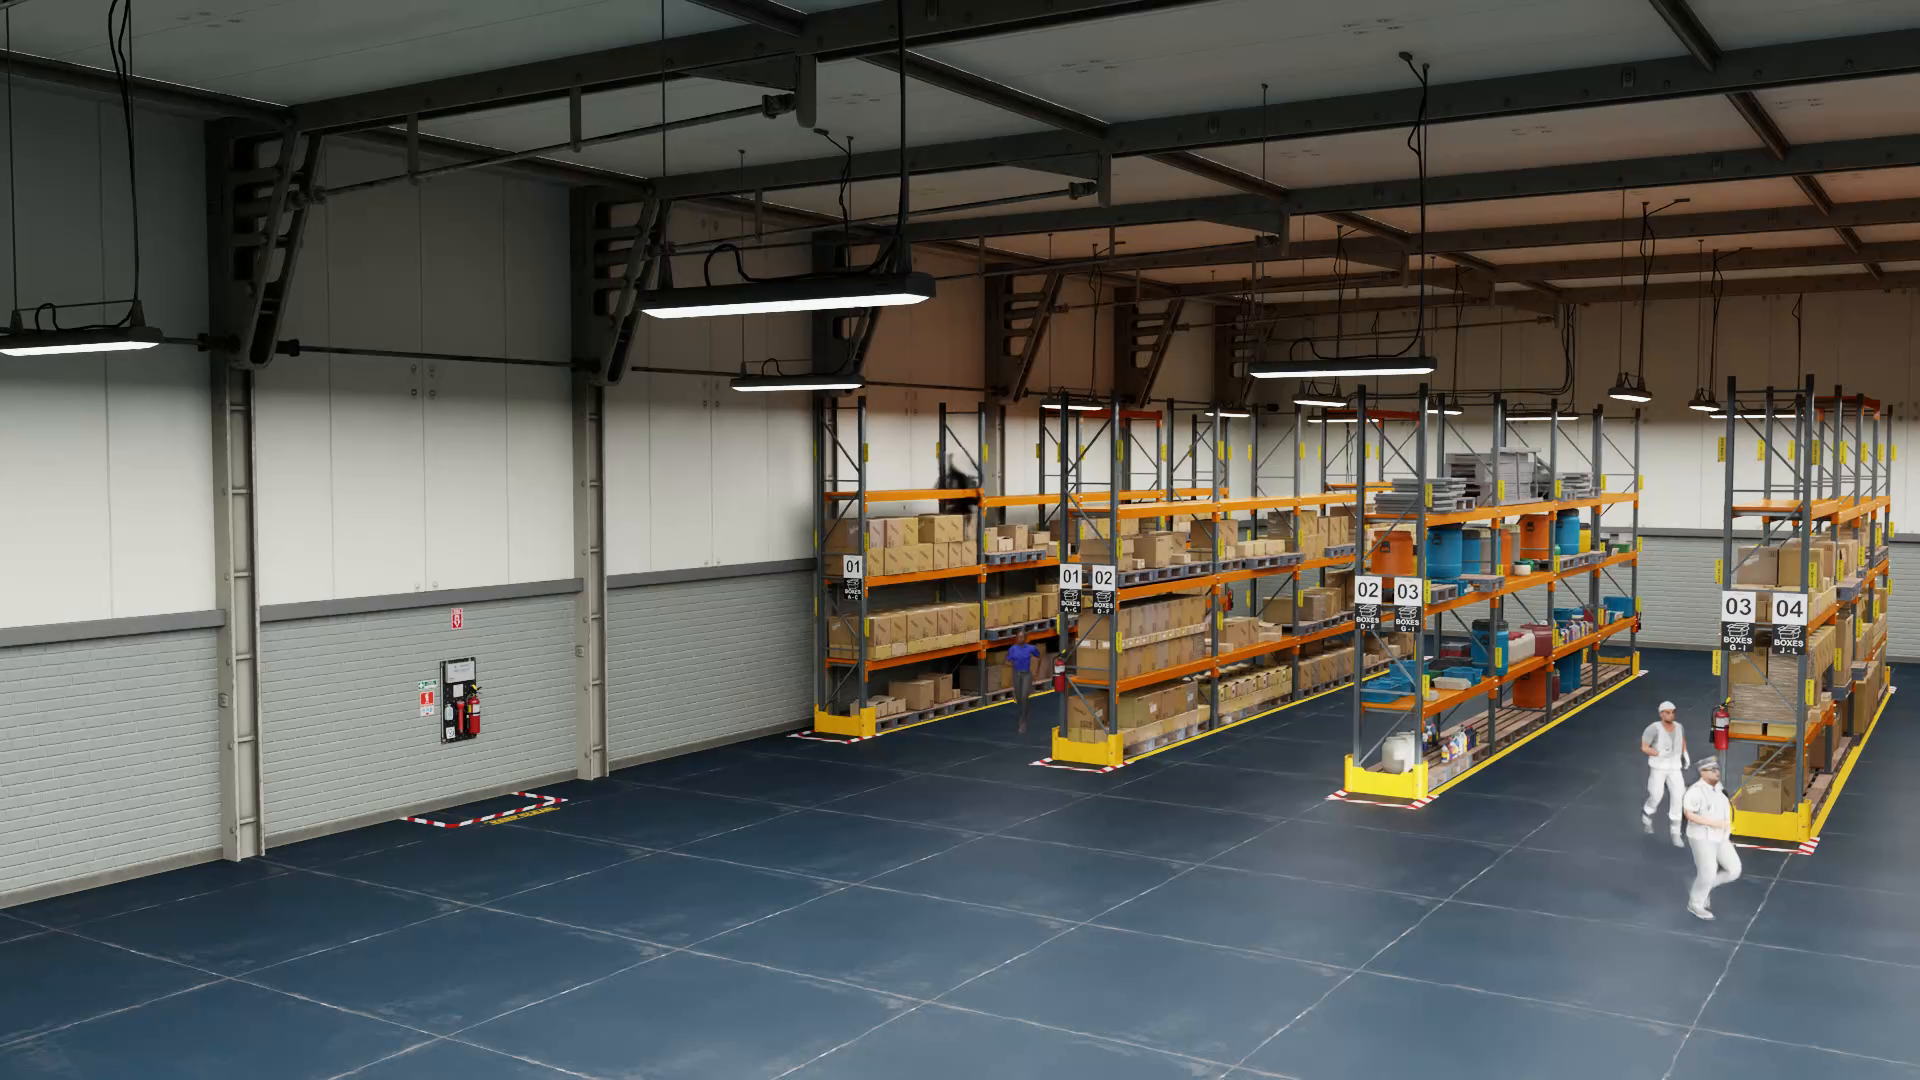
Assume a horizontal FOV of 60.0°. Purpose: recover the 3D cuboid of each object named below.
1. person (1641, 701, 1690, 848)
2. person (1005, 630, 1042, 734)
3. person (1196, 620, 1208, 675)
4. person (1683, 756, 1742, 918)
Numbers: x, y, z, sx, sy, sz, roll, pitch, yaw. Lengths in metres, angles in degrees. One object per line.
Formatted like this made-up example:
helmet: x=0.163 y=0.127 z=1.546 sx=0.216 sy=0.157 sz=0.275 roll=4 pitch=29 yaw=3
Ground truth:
person: x=9.075 y=2.989 z=21.406 sx=0.682 sy=1.855 sz=0.788 roll=0 pitch=3 yaw=-3
person: x=1.072 y=2.399 z=28.432 sx=0.576 sy=1.719 sz=0.826 roll=1 pitch=3 yaw=20
person: x=5.281 y=2.307 z=36.695 sx=0.535 sy=1.559 sz=0.545 roll=1 pitch=3 yaw=19
person: x=8.082 y=3.186 z=17.847 sx=0.716 sy=1.754 sz=0.578 roll=-2 pitch=4 yaw=-31
